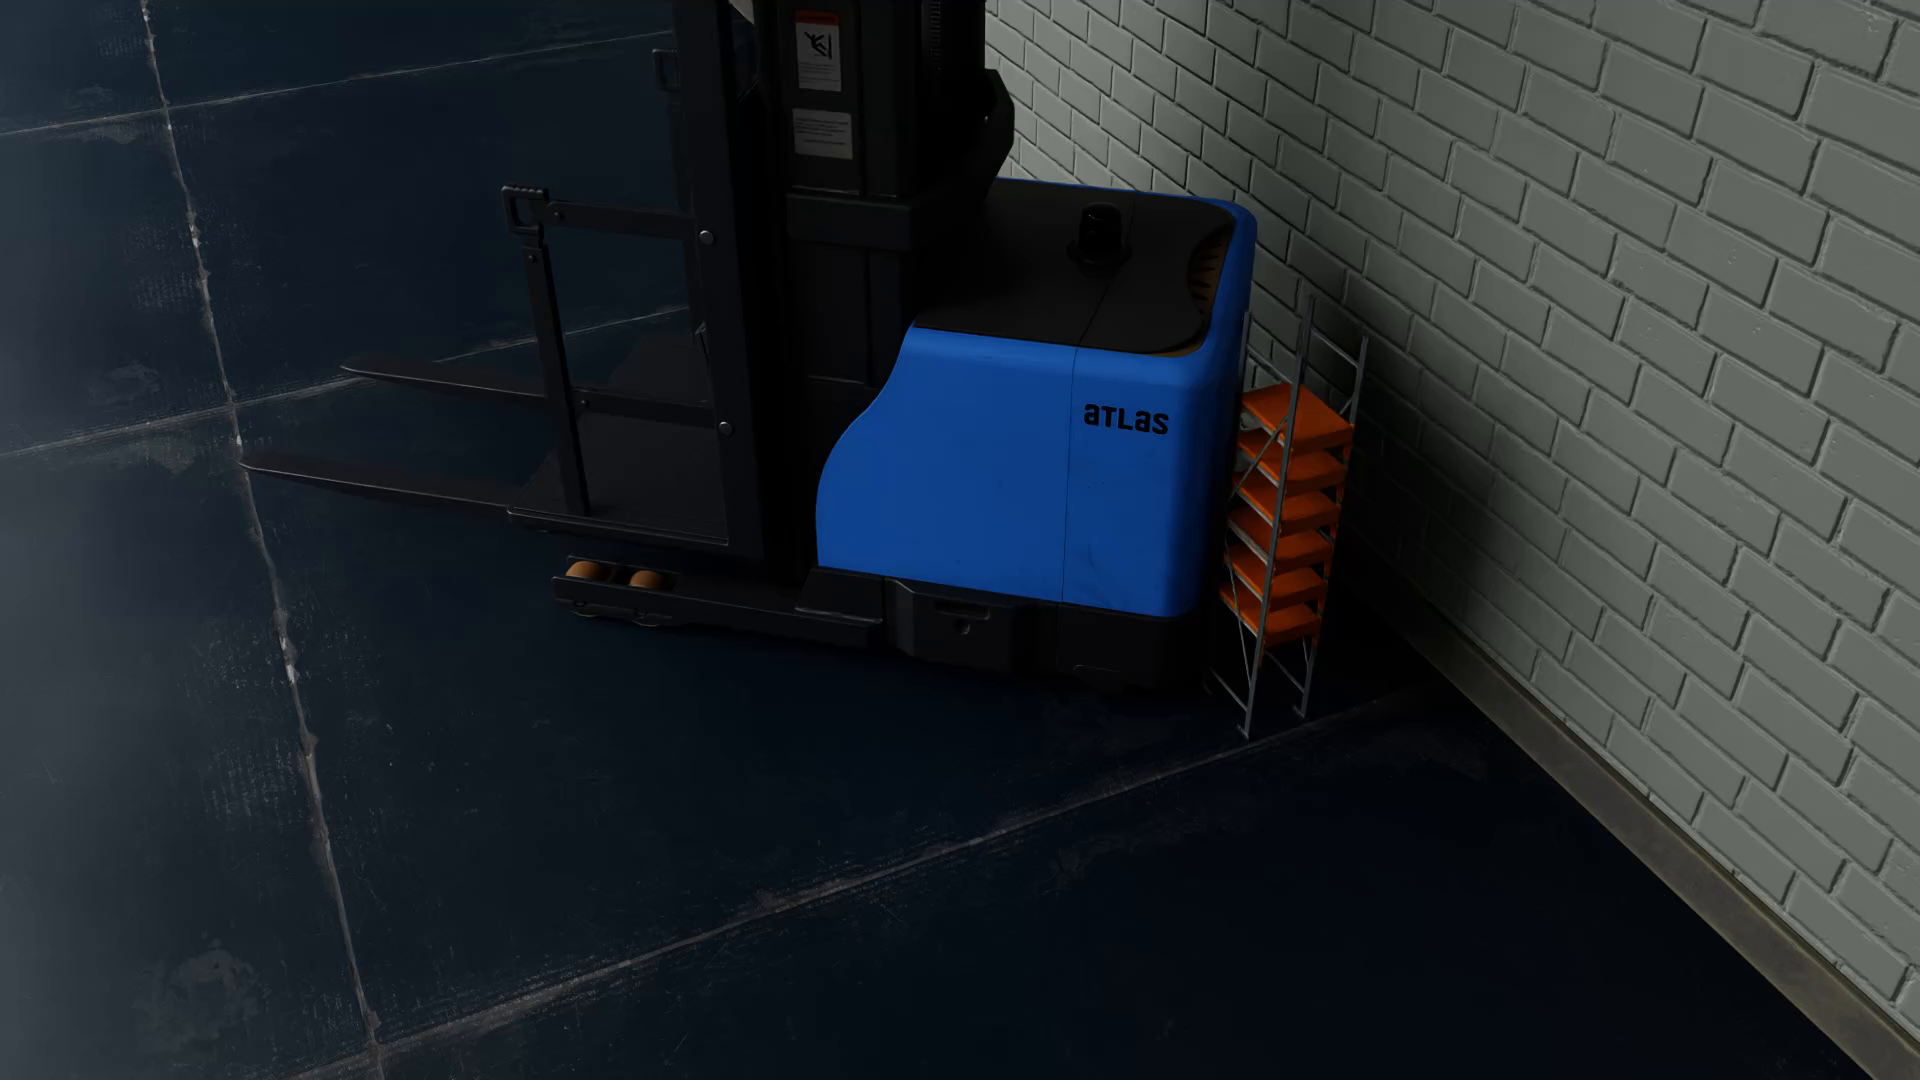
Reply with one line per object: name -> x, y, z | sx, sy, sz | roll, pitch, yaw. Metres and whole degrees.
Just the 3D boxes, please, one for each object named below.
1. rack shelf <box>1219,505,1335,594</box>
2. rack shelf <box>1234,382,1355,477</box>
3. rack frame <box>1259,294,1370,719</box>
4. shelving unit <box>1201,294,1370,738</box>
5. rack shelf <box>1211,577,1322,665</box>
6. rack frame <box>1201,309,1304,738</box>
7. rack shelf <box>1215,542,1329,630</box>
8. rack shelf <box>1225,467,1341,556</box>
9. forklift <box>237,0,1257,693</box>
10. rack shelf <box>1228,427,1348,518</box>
rack shelf -> 0.818, 0.006, 4.307 | 0.180, 0.103, 0.258 | -15, 40, -19
rack shelf -> 0.817, -0.281, 4.090 | 0.180, 0.103, 0.258 | -15, 40, -19
rack frame -> 0.901, -0.052, 4.311 | 0.006, 1.200, 0.240 | -15, 40, -19
shelving unit -> 0.818, -0.029, 4.280 | 0.189, 1.200, 0.258 | -15, 40, -19
rack shelf -> 0.818, 0.198, 4.451 | 0.180, 0.103, 0.258 | -15, 40, -19
rack frame -> 0.734, -0.006, 4.250 | 0.006, 1.200, 0.240 | -15, 40, -19
rack shelf -> 0.818, 0.102, 4.379 | 0.180, 0.103, 0.258 | -15, 40, -19
rack shelf -> 0.818, -0.090, 4.235 | 0.180, 0.103, 0.258 | -15, 40, -19
forklift -> -0.713, -1.216, 4.429 | 3.031, 2.935, 1.130 | 8, 37, 11
rack shelf -> 0.818, -0.186, 4.163 | 0.180, 0.103, 0.258 | -15, 40, -19
